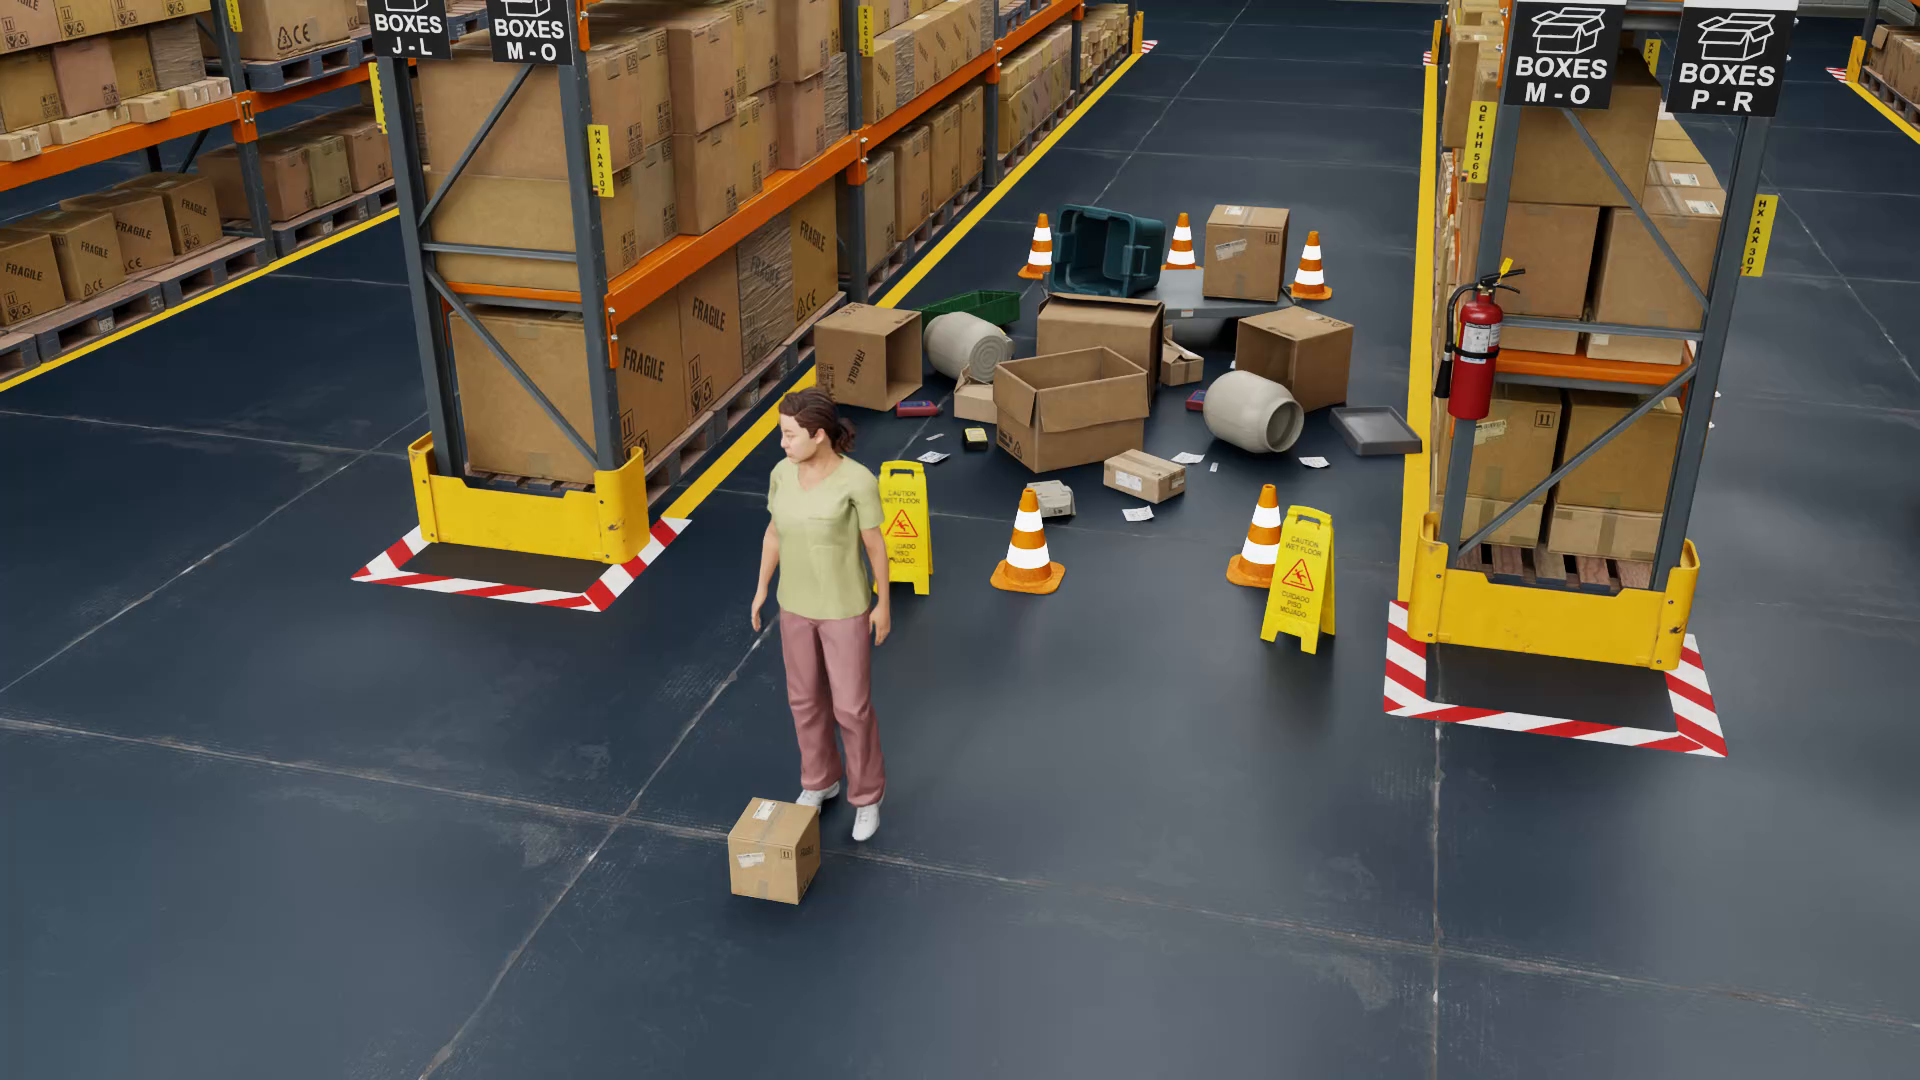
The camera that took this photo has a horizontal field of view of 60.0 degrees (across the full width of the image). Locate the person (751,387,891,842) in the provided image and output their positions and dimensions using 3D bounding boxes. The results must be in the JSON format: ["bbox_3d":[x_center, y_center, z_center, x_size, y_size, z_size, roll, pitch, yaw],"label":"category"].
[{"bbox_3d":[-0.515,0.270,6.059,0.519,1.725,0.404,12,28,23],"label":"person"}]
